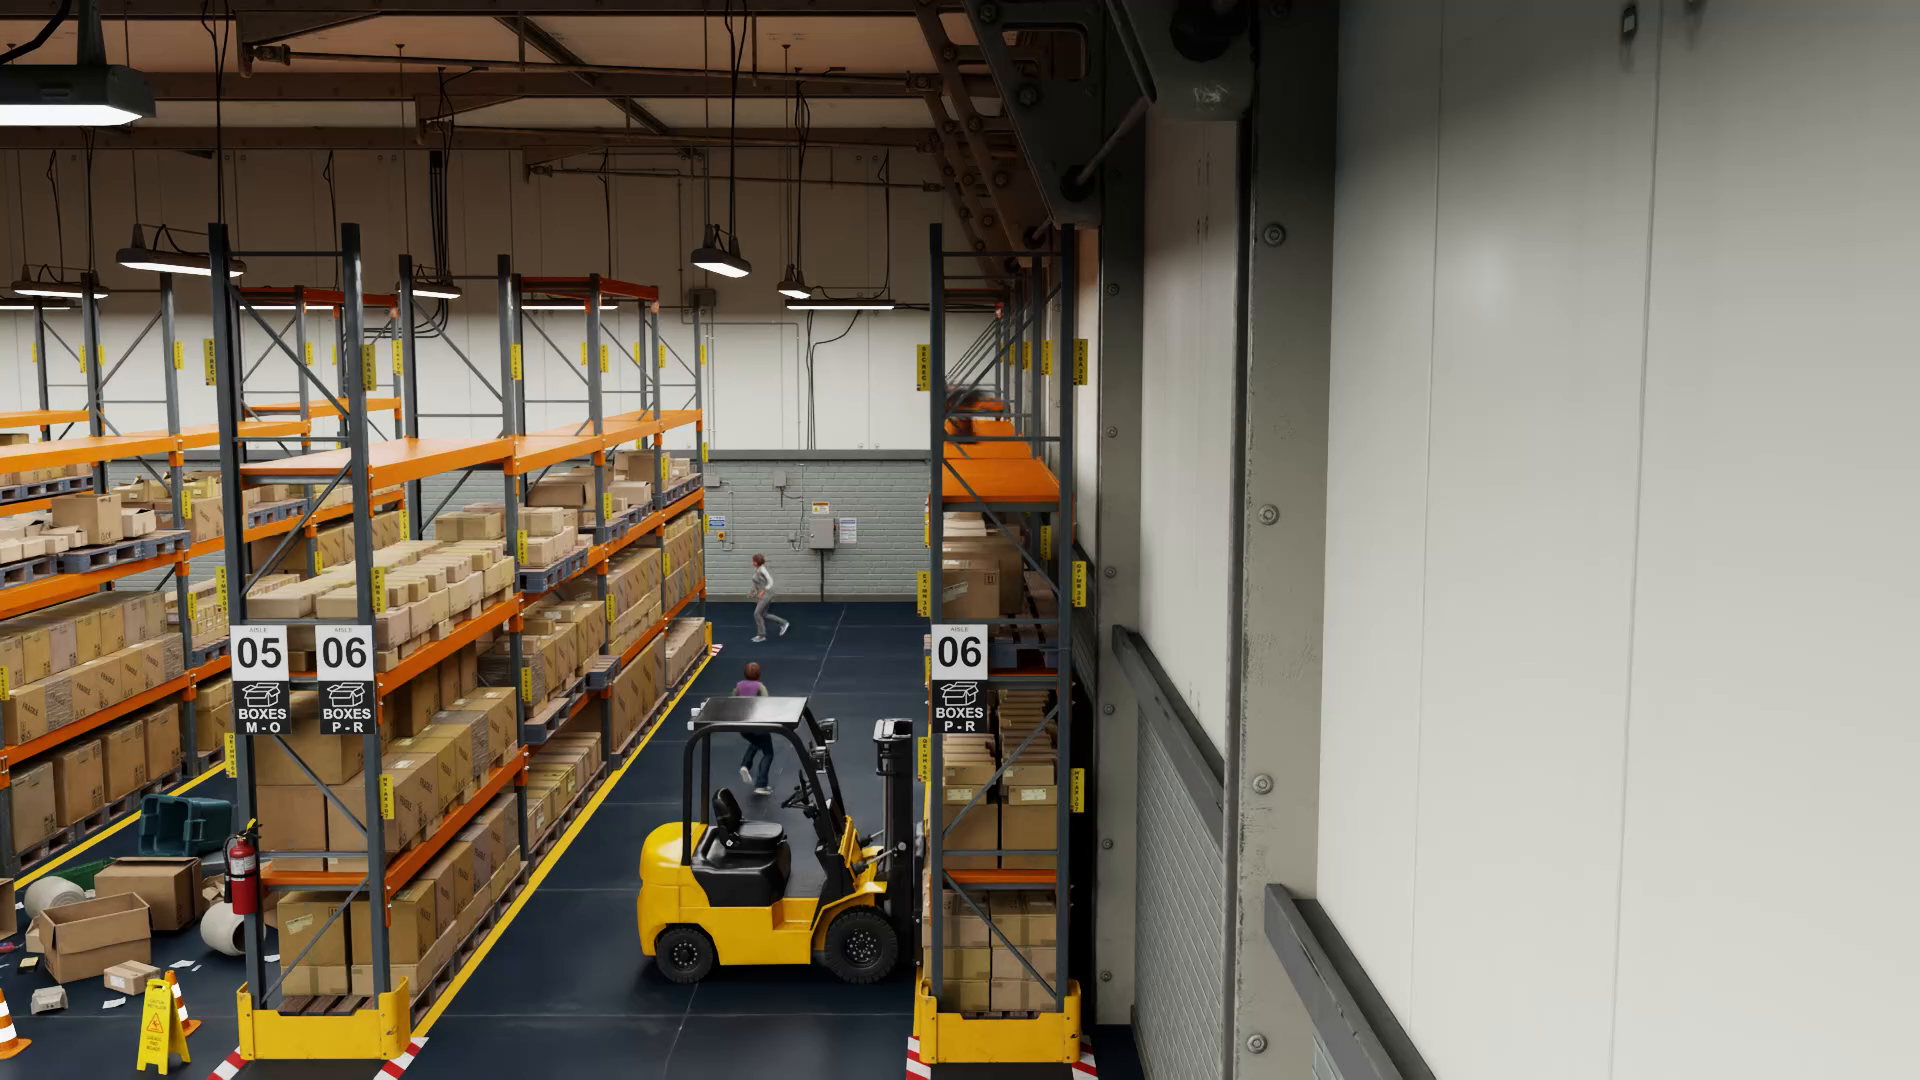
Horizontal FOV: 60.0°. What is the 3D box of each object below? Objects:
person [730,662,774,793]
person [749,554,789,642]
[{"bbox_3d":[-2.414,2.175,19.376,0.624,1.512,0.538,2,7,18],"label":"person"},{"bbox_3d":[-3.347,1.001,29.215,0.702,1.552,0.540,-2,7,-17],"label":"person"}]
